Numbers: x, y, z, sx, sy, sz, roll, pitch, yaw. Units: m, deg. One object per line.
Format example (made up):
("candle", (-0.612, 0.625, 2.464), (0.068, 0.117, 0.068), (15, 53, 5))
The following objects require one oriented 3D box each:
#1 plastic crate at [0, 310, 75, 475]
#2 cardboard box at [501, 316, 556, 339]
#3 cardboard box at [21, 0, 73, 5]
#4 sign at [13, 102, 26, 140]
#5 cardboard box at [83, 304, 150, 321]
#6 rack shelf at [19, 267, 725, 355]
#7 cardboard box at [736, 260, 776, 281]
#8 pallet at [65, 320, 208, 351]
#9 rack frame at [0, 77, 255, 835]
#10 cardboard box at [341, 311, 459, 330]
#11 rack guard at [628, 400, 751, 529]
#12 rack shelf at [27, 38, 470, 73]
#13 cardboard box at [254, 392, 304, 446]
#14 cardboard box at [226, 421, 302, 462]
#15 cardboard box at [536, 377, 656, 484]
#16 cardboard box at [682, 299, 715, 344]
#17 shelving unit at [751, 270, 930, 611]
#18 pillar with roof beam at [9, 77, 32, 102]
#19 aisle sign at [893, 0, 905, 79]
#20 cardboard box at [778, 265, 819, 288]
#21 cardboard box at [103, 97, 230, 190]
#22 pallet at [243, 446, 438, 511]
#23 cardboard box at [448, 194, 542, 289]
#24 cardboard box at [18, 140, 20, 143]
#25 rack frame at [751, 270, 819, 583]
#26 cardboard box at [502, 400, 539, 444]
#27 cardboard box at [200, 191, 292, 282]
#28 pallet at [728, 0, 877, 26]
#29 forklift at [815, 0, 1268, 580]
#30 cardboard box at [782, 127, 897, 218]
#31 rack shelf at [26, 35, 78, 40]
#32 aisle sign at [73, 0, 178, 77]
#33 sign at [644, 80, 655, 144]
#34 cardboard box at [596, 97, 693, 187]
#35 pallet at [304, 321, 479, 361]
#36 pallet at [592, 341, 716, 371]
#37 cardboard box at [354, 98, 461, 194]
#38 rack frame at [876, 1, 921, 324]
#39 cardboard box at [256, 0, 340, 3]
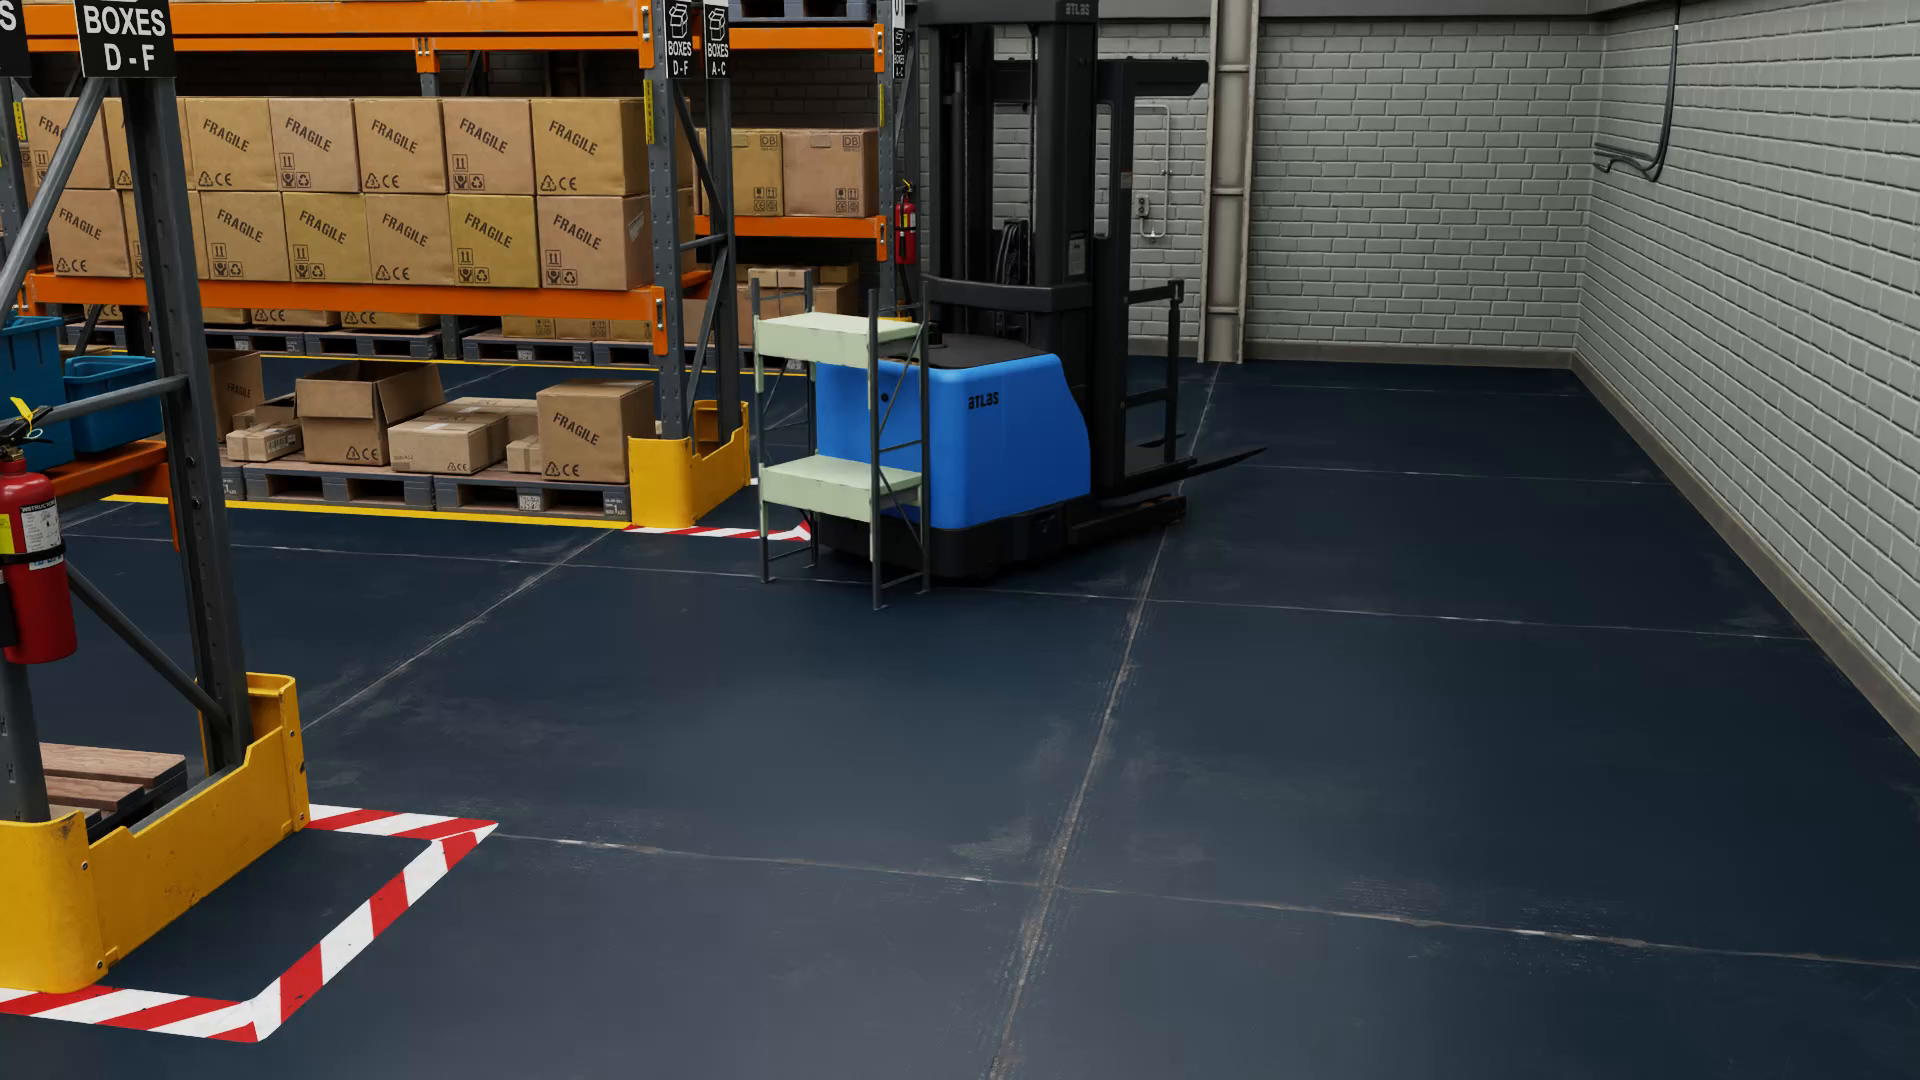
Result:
("plastic crate", (-2.844, -0.381, 4.569), (0.499, 0.435, 0.616), (3, 16, 11))
("cardboard box", (-3.711, -2.102, 14.855), (0.500, 0.500, 0.700), (3, 16, 12))
("cardboard box", (-4.980, -3.157, 9.432), (0.500, 0.250, 0.500), (3, 16, 11))
("sign", (-8.442, -3.761, 14.928), (0.005, 0.325, 0.100), (3, 16, 11))
("cardboard box", (-7.649, -2.476, 15.552), (0.750, 0.750, 0.750), (3, 16, 10))
("rack shelf", (-3.447, -1.421, 9.851), (4.000, 0.370, 1.077), (3, 16, 11))
("cardboard box", (-1.789, -2.365, 14.591), (0.250, 0.149, 0.380), (3, 16, 12))
("pallet", (-7.586, -1.978, 15.736), (1.213, 0.211, 1.003), (3, 16, 11))
("rack frame", (-2.478, -0.366, 4.694), (0.127, 3.000, 1.000), (3, 16, 11))
("cardboard box", (-5.087, -2.337, 15.051), (0.750, 0.750, 0.750), (3, 16, 12))
("rack guard", (-1.562, -0.461, 9.719), (0.348, 0.500, 1.175), (3, 16, 11))
("rack shelf", (-6.384, -4.376, 14.898), (4.000, 0.370, 1.077), (3, 16, 11))
("cardboard box", (-4.057, -0.795, 10.454), (0.500, 0.311, 0.500), (3, 16, 11))
("cardboard box", (-4.189, -0.599, 10.017), (0.250, 0.166, 0.380), (3, 16, 11))
("cardboard box", (-2.069, -0.633, 9.518), (0.500, 0.500, 0.500), (3, 16, 11))
("cardboard box", (-2.193, -2.020, 14.560), (0.500, 0.500, 0.700), (3, 16, 9))
("shelving unit", (-0.565, -0.492, 7.959), (0.755, 1.500, 0.431), (12, 19, 36))
("pillar with roof beam", (-10.303, -5.444, 11.787), (0.400, 9.000, 9.100), (3, 16, 11))
("aisle sign", (-0.493, -4.128, 13.406), (0.004, 0.787, 0.394), (3, 16, 11))
("cardboard box", (-1.372, -2.238, 14.134), (0.250, 0.149, 0.380), (3, 16, 10))
("cardboard box", (-4.496, -2.278, 9.538), (0.500, 0.500, 0.500), (3, 16, 9))
("pallet", (-3.535, -0.429, 10.147), (1.213, 0.211, 1.003), (3, 16, 11))
("cardboard box", (-2.490, -1.689, 9.283), (0.500, 0.500, 0.500), (3, 16, 12))
("cardboard box", (-8.806, -3.666, 15.595), (0.500, 0.500, 0.700), (1, 16, 5))
("rack frame", (-0.854, -0.552, 8.175), (0.023, 1.500, 0.400), (12, 19, 36))
("cardboard box", (-2.454, -0.678, 10.148), (0.500, 0.250, 0.500), (3, 16, 11))
("cardboard box", (-3.970, -1.770, 9.577), (0.500, 0.500, 0.500), (3, 16, 11))
("pallet", (-1.233, -4.397, 13.794), (1.213, 0.211, 1.003), (3, 16, 11))
("forklift", (0.619, -1.539, 9.056), (1.130, 2.935, 3.031), (14, 21, 41))
("cardboard box", (-1.006, -3.127, 14.099), (0.700, 0.700, 0.980), (4, 16, 14))
("rack shelf", (-7.367, -3.080, 10.219), (4.000, 0.370, 1.077), (3, 16, 11))
("aisle sign", (-2.349, -1.693, 4.614), (0.004, 0.787, 0.394), (3, 16, 11))
("sign", (-1.618, -2.228, 8.654), (0.005, 0.325, 0.100), (3, 16, 11))
("cardboard box", (-1.870, -2.284, 9.559), (0.500, 0.500, 0.500), (4, 16, 13))
("pallet", (-5.195, -1.848, 15.267), (1.213, 0.211, 1.003), (3, 16, 11))
("pallet", (-2.495, -1.701, 14.738), (1.213, 0.211, 1.003), (3, 16, 11))
("cardboard box", (-2.983, -2.196, 9.242), (0.500, 0.500, 0.500), (4, 16, 13))
("rack frame", (-0.504, -2.958, 14.050), (0.127, 3.000, 1.000), (3, 16, 11))
("cardboard box", (-3.511, -3.077, 9.142), (0.500, 0.250, 0.500), (3, 16, 11))
